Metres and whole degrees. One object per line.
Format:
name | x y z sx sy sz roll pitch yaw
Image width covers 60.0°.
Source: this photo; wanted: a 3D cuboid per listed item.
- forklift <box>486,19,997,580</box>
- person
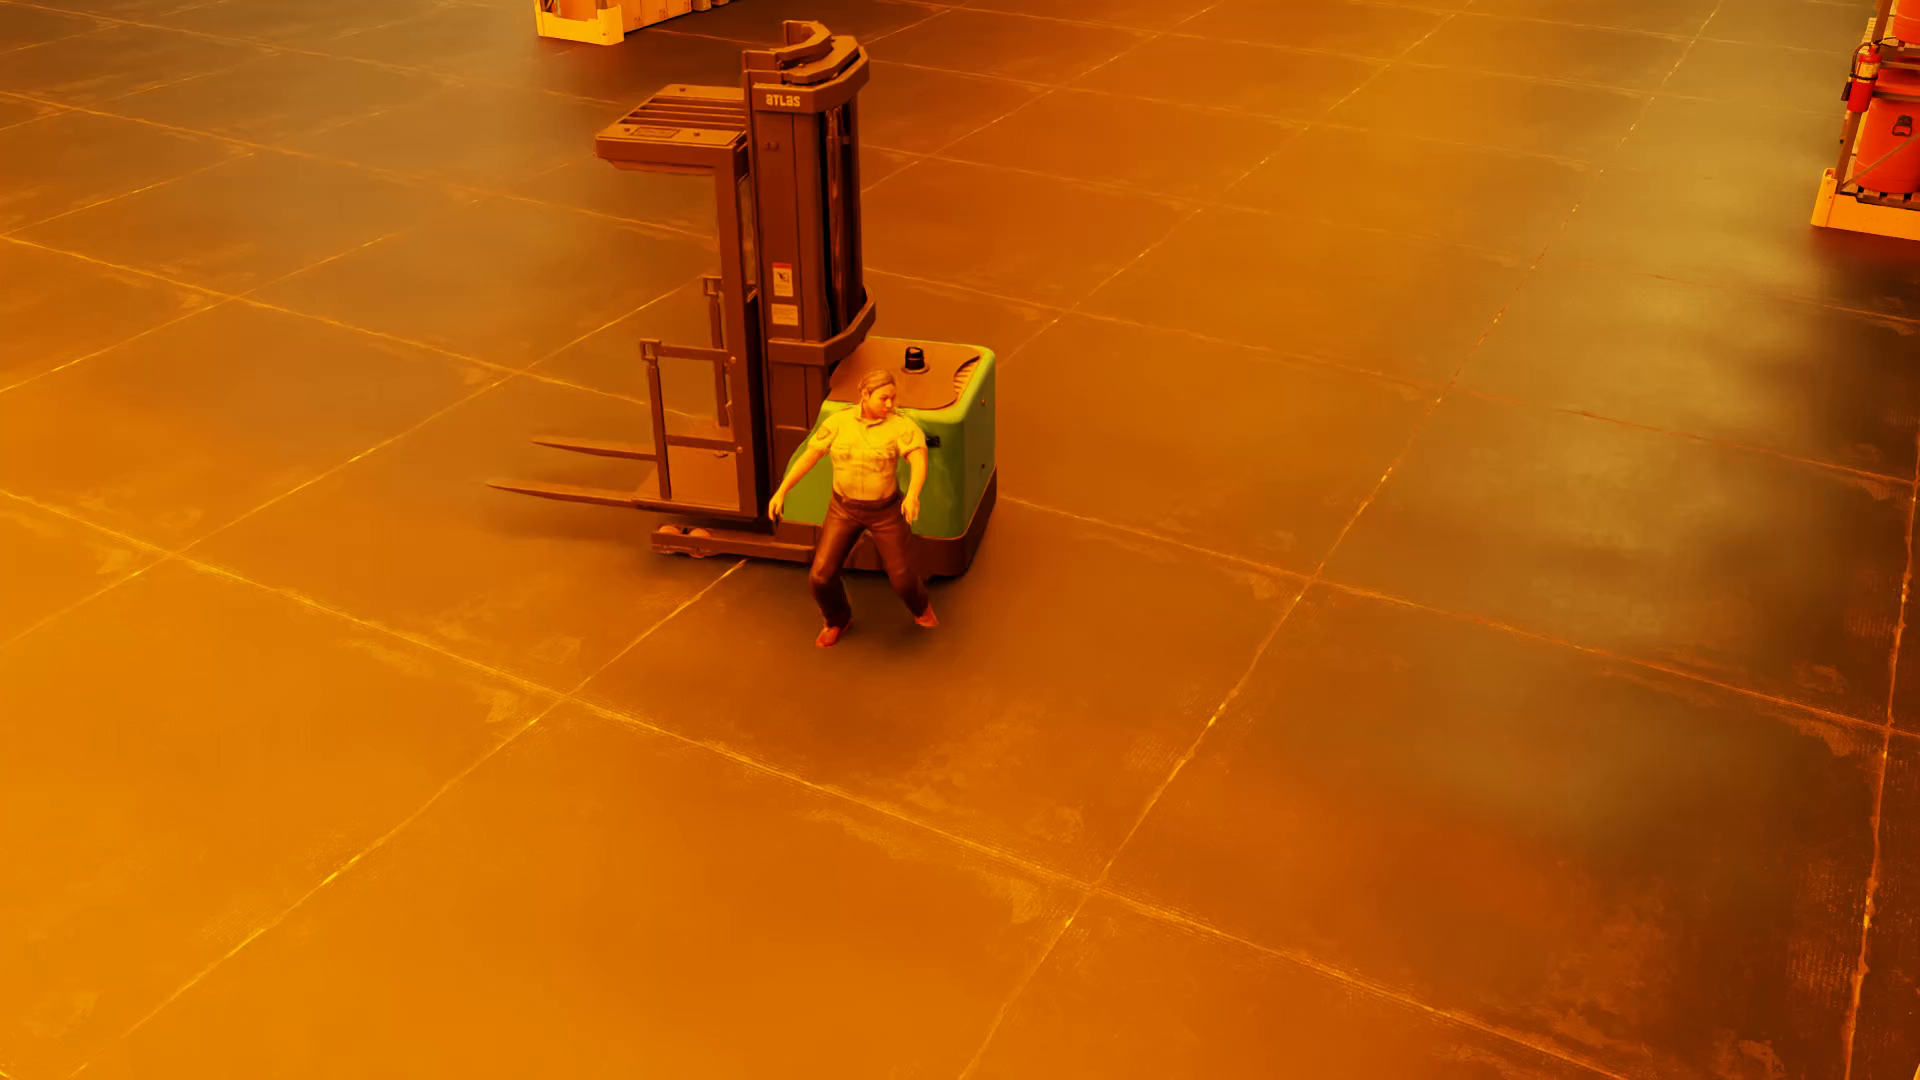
forklift | -1.346 -1.413 9.519 3.031 2.935 1.130 6 31 11
person | -0.537 -0.087 8.725 0.836 1.591 0.718 7 31 12
